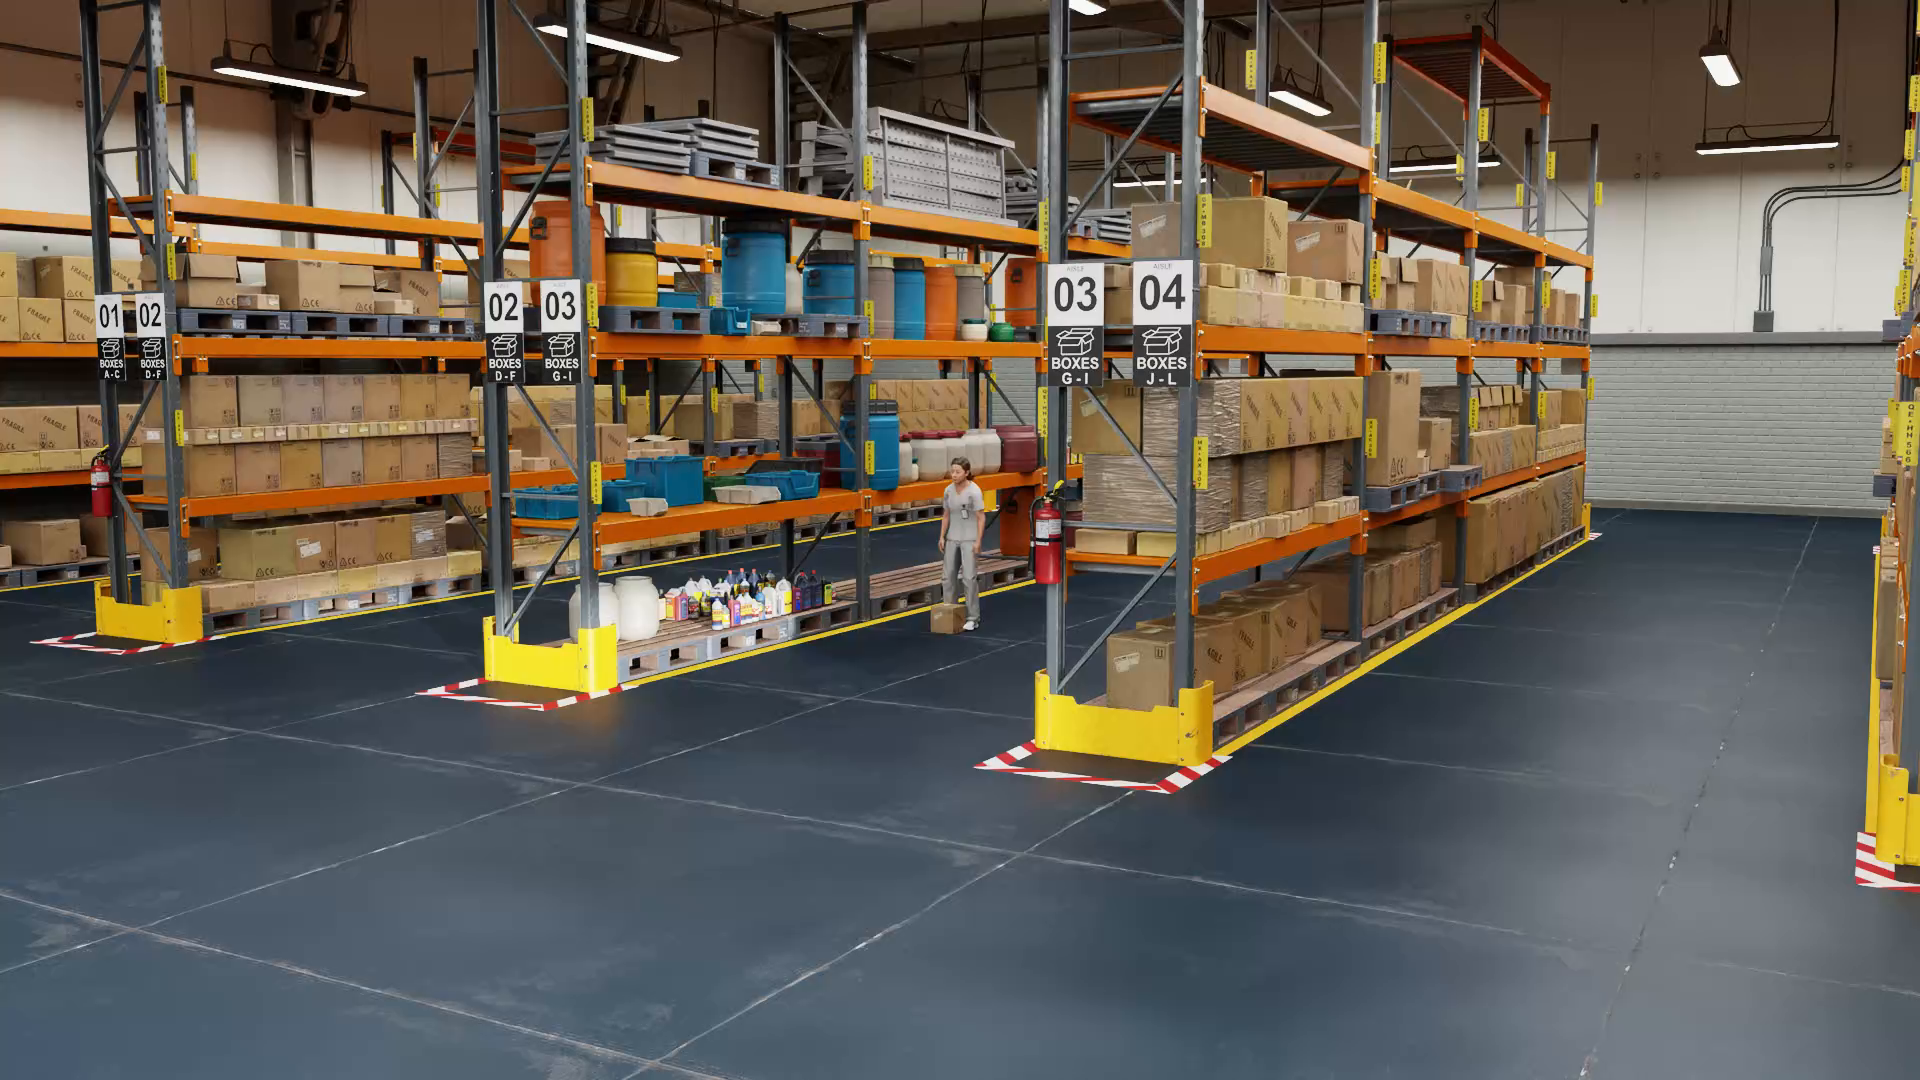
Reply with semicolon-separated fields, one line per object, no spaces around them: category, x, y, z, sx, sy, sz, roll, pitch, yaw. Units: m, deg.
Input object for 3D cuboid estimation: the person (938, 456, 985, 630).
person;0.017;0.024;16.101;0.487;1.673;0.356;4;7;34
